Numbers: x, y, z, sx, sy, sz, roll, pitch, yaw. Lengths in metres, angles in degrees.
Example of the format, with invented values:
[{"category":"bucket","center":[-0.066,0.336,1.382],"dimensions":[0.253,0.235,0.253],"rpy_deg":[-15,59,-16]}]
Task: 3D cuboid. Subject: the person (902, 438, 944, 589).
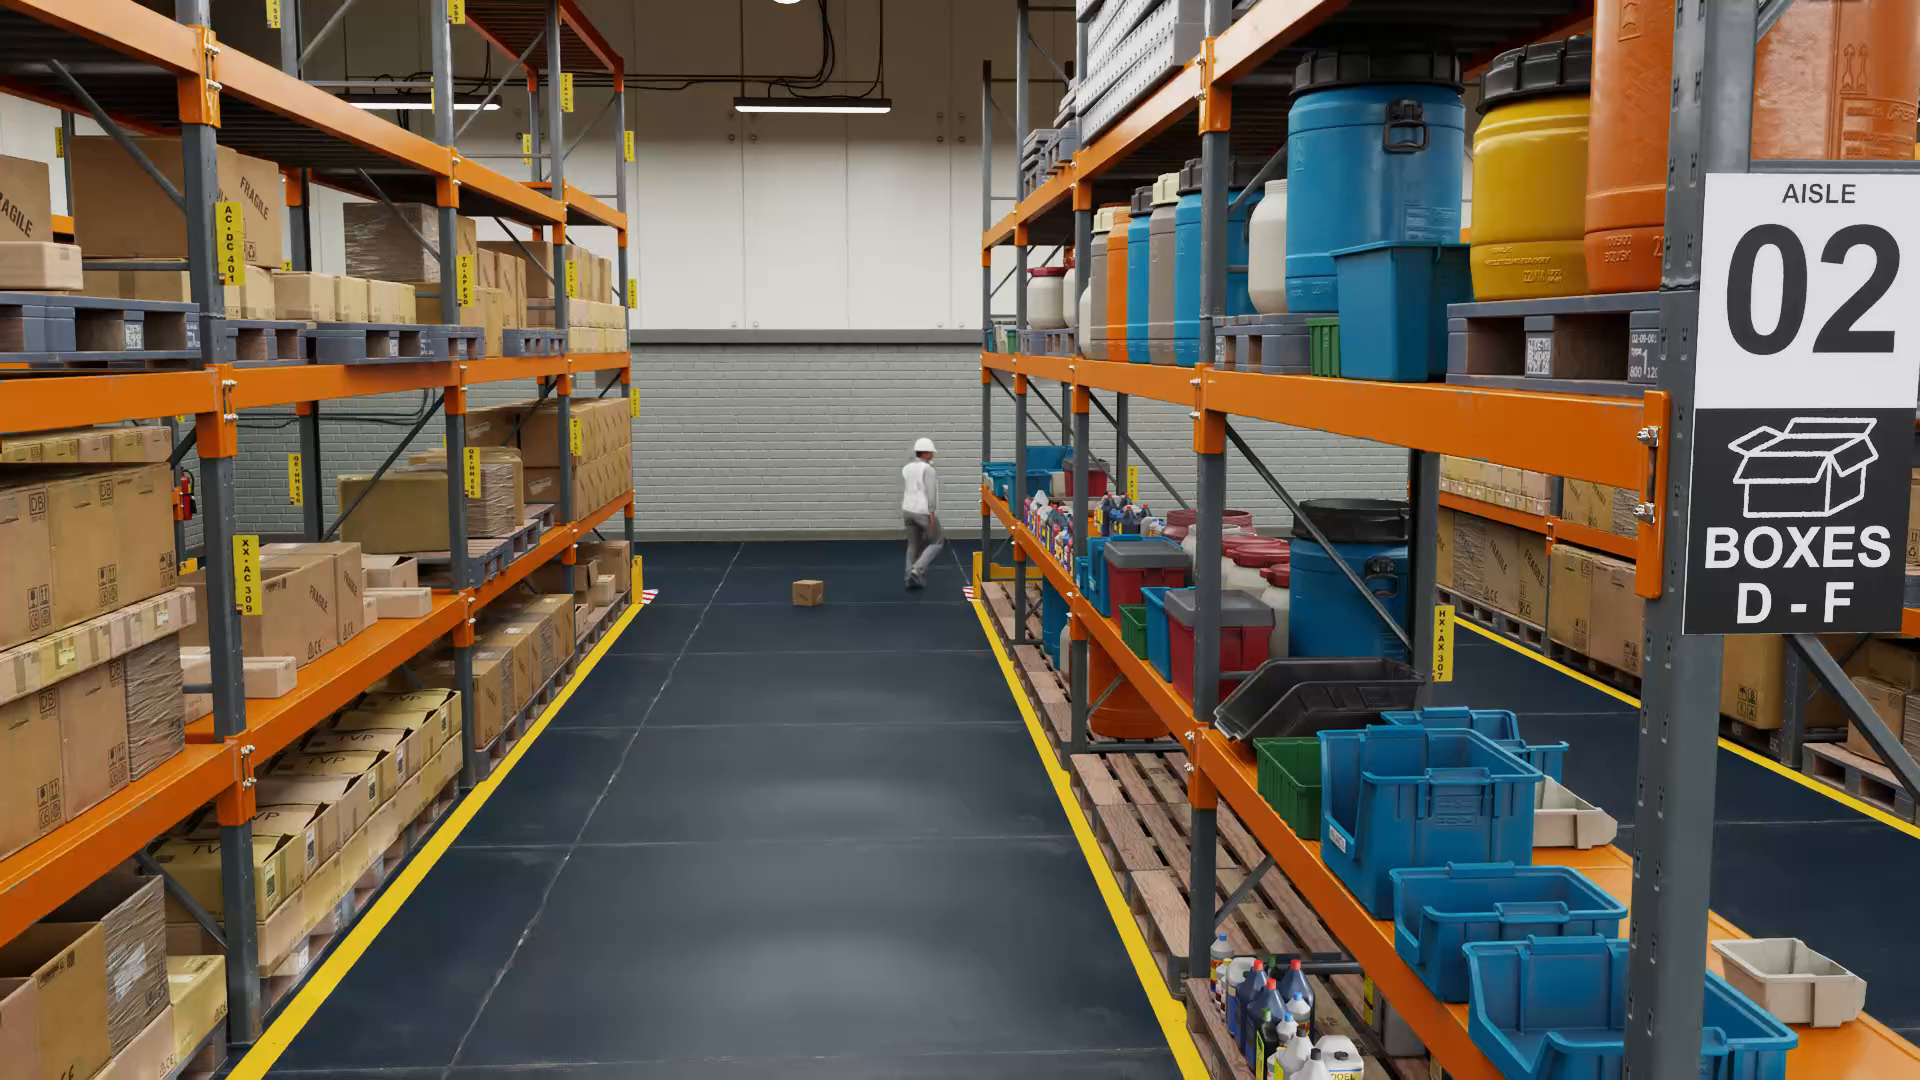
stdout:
[{"category":"person","center":[-0.453,-0.311,19.657],"dimensions":[0.578,1.781,0.457],"rpy_deg":[6,9,40]}]
